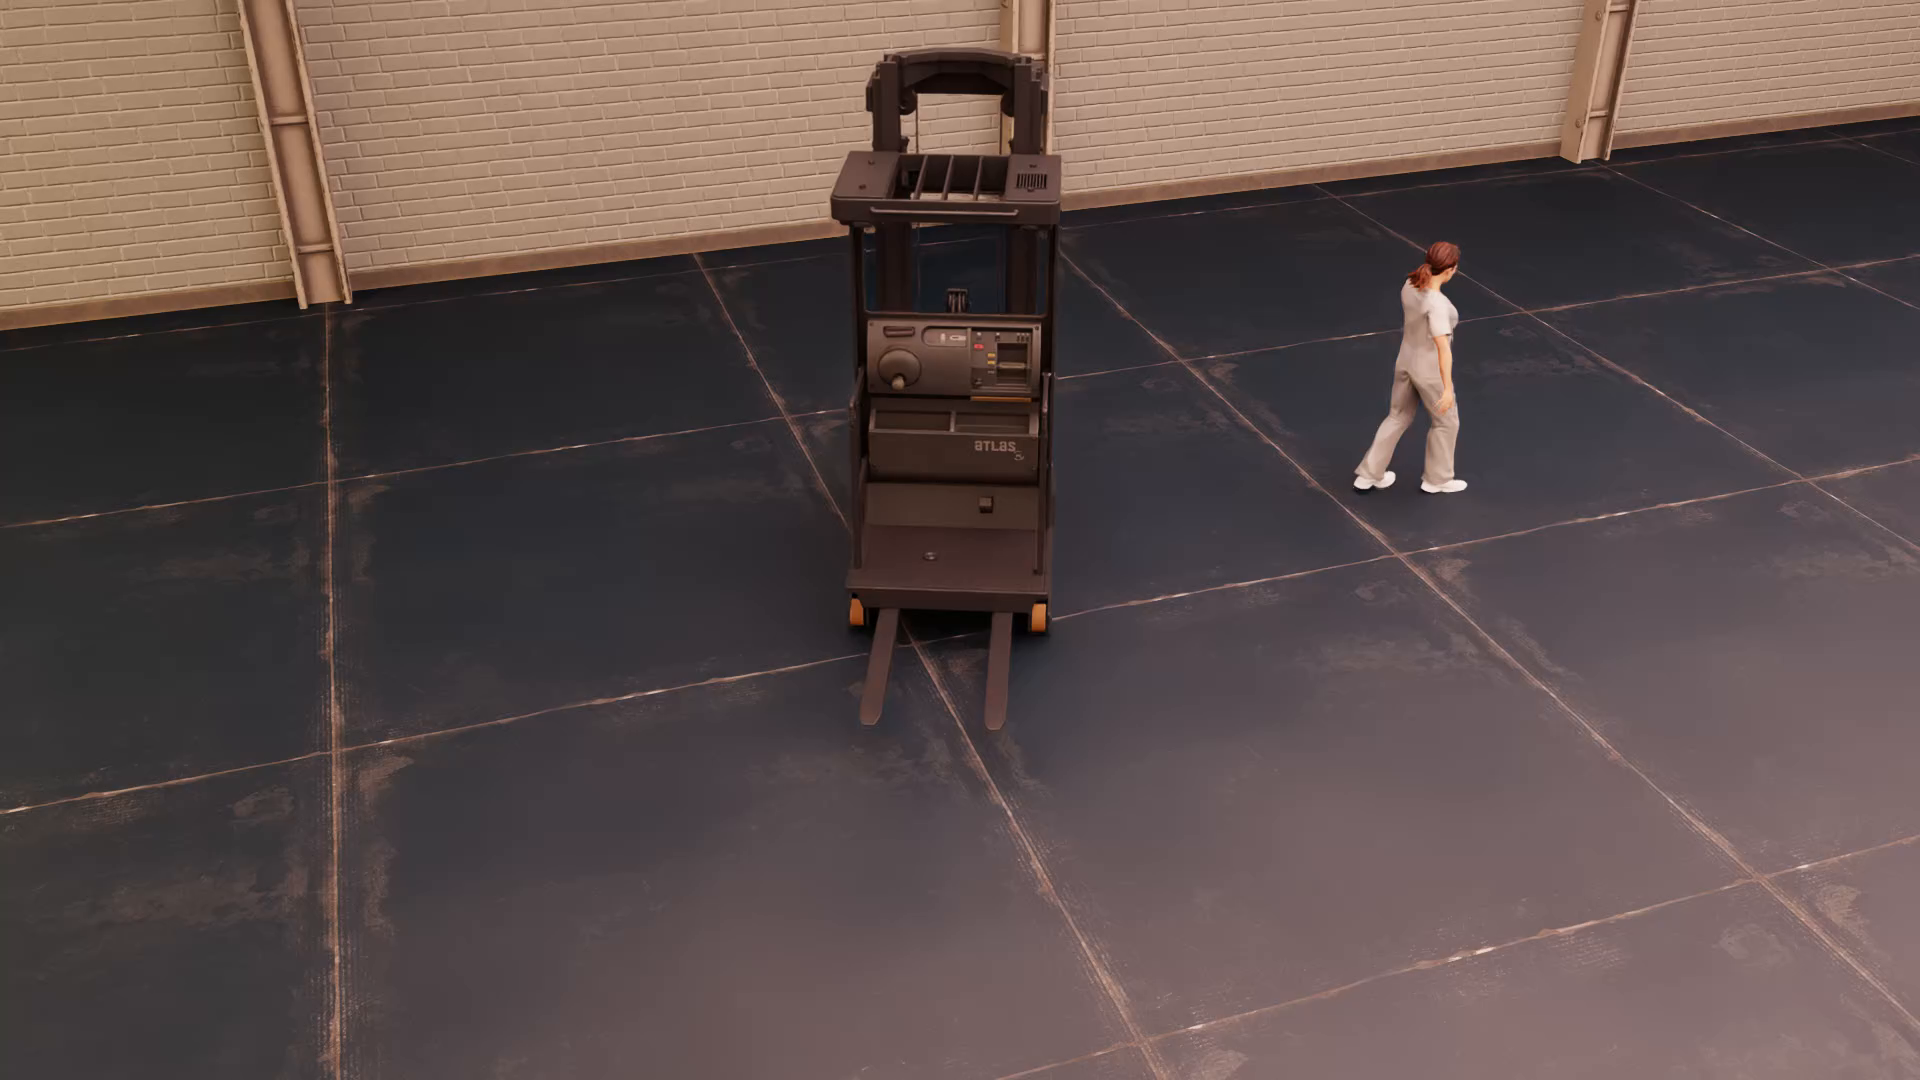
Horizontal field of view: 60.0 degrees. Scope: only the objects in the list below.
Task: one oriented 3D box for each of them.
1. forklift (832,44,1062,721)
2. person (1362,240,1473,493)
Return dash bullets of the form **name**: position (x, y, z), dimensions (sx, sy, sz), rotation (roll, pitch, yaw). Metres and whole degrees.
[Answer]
- **forklift**: position (-0.039, -0.967, 8.767), dimensions (1.130, 2.935, 3.031), rotation (2, 30, 3)
- **person**: position (2.909, -1.037, 10.177), dimensions (0.696, 1.659, 0.791), rotation (-9, 31, -15)
